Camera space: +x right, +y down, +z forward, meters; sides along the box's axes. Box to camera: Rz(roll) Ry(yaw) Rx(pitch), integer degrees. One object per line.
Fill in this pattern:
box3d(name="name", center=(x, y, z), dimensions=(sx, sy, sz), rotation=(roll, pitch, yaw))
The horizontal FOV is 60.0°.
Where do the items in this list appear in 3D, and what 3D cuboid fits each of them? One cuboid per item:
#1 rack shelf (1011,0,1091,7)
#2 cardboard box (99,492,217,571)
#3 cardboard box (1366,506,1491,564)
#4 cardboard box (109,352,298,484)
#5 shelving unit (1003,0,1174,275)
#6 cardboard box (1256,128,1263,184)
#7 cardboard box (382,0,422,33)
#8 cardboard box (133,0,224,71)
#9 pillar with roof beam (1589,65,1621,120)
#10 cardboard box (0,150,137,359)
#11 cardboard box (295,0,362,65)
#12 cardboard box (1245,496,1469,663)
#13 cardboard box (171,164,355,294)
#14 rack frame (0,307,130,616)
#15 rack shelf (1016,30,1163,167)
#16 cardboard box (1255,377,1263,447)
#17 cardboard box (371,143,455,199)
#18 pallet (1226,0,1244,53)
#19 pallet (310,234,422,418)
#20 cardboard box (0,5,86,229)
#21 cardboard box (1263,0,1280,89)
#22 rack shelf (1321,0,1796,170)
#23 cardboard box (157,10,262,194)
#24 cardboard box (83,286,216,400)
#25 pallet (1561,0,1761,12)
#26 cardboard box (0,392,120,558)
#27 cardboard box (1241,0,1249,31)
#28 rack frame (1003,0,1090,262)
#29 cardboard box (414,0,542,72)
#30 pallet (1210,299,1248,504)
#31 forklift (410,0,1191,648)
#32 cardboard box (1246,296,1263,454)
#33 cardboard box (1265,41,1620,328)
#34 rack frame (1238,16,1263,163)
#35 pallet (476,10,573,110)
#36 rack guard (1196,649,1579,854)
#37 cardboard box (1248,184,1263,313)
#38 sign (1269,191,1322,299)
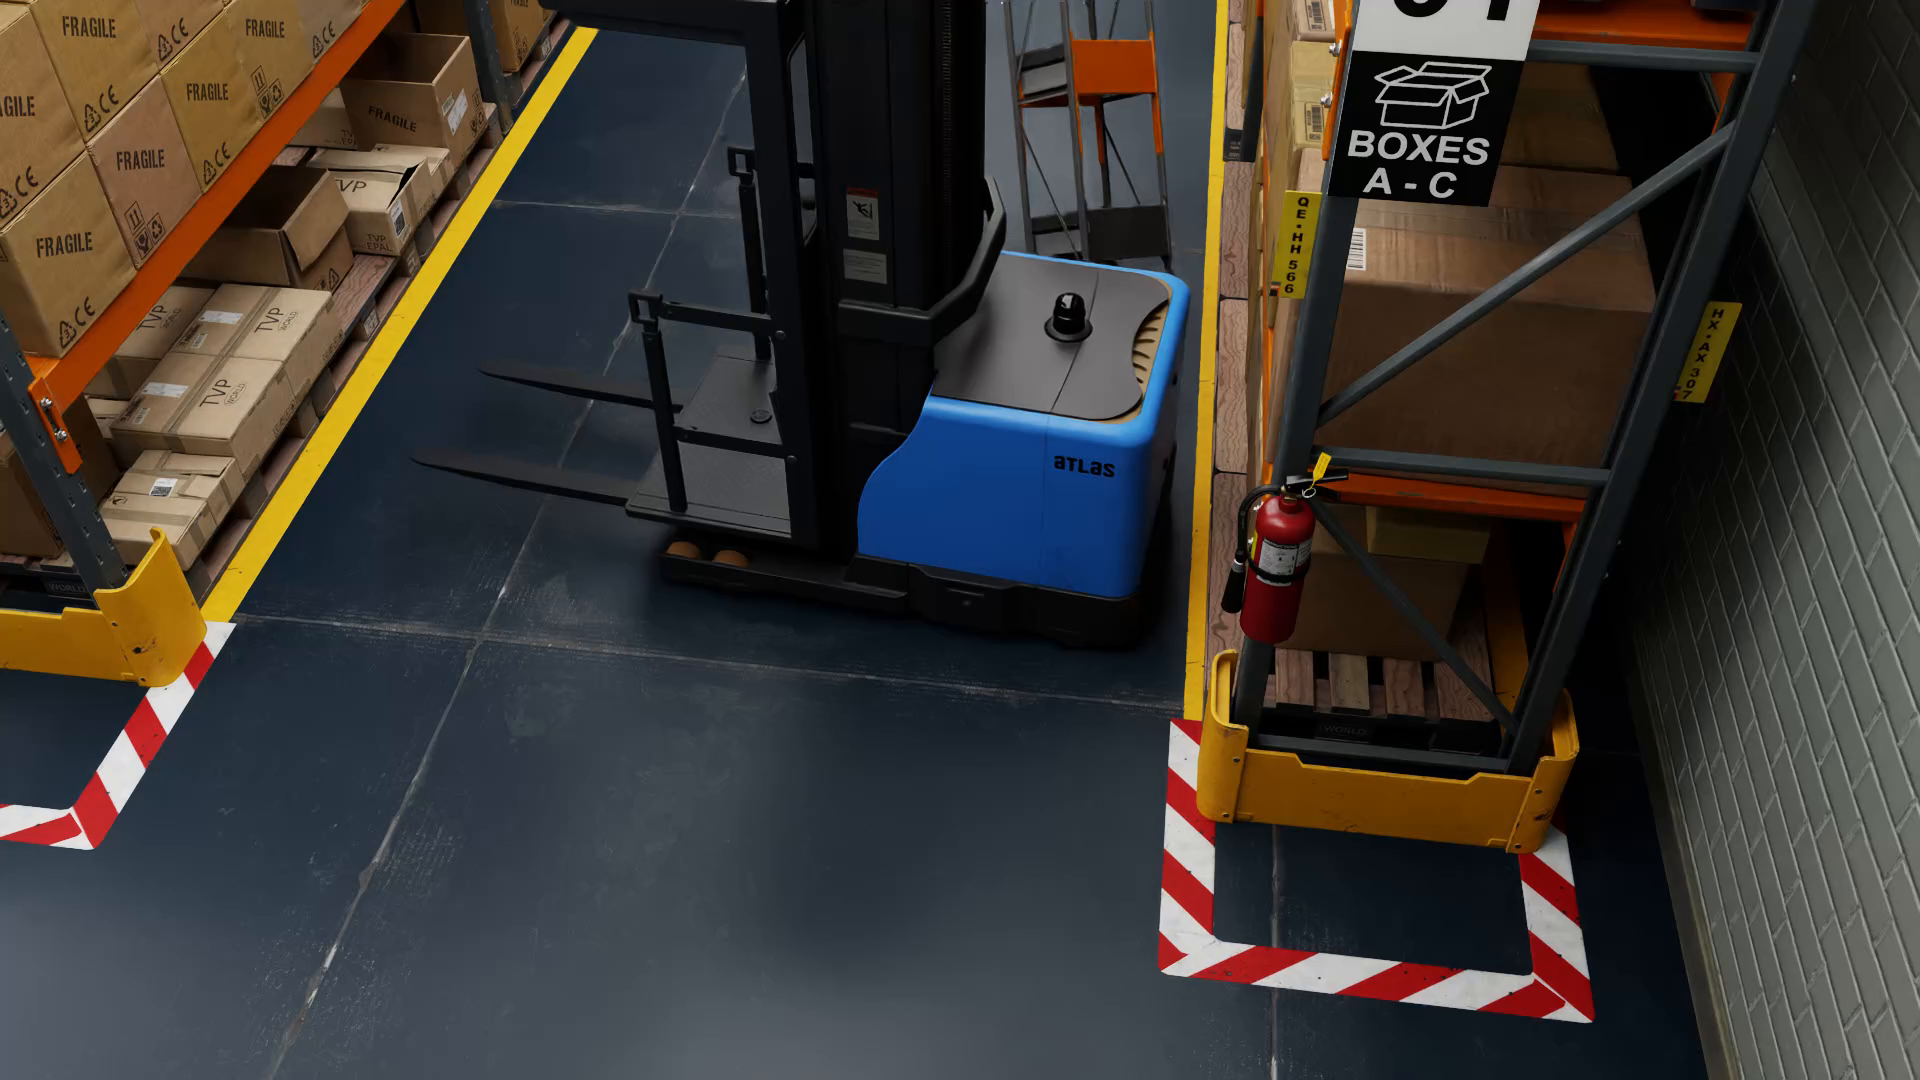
box3d(name="rack shelf", center=(0.483, -2.611, 7.169), dimensions=(0.480, 0.518, 0.431), rotation=(-12, 11, -36))
box3d(name="cardboard box", center=(-3.095, -0.033, 6.357), dimensions=(0.380, 0.149, 0.250), rotation=(5, 44, 6))
box3d(name="cardboard box", center=(1.595, -0.070, 5.683), dimensions=(0.380, 0.149, 0.250), rotation=(6, 44, 6))
box3d(name="cardboard box", center=(-3.072, -0.502, 6.778), dimensions=(0.500, 0.250, 0.500), rotation=(5, 44, 6))
box3d(name="shelving unit", center=(0.551, -1.936, 7.271), dimensions=(0.503, 2.100, 0.431), rotation=(-12, 11, -36))
box3d(name="cardboard box", center=(1.522, -1.696, 7.401), dimensions=(0.380, 0.149, 0.250), rotation=(7, 44, 7))
box3d(name="cardboard box", center=(-3.181, -2.995, 9.230), dimensions=(0.500, 0.500, 0.500), rotation=(5, 44, 5))
box3d(name="cardboard box", center=(-3.038, -2.030, 5.912), dimensions=(0.500, 0.500, 0.500), rotation=(6, 44, 6))
box3d(name="pillar with roof beam", center=(-1.554, -4.947, 5.430), dimensions=(9.100, 9.000, 0.400), rotation=(5, 44, 6))
box3d(name="cardboard box", center=(-3.171, -0.969, 5.519), dimensions=(0.500, 0.500, 0.500), rotation=(6, 44, 6))
box3d(name="cardboard box", center=(-2.906, -2.351, 6.979), dimensions=(0.500, 0.500, 0.500), rotation=(6, 44, 6))
box3d(name="cardboard box", center=(1.413, 0.062, 6.015), dimensions=(0.700, 0.500, 0.500), rotation=(5, 44, 6))
box3d(name="cardboard box", center=(-3.206, -1.353, 7.493), dimensions=(0.797, 0.503, 0.637), rotation=(5, 44, 6))
box3d(name="rack frame", center=(-3.491, -0.655, 5.260), dimensions=(1.000, 3.000, 0.127), rotation=(5, 44, 6))
box3d(name="rack shelf", center=(0.553, -1.922, 7.273), dimensions=(0.480, 0.518, 0.431), rotation=(-12, 11, -36))
box3d(name="cardboard box", center=(1.282, -0.452, 6.086), dimensions=(0.380, 0.149, 0.250), rotation=(6, 44, 7))
box3d(name="cardboard box", center=(-2.746, -1.830, 8.255), dimensions=(0.380, 0.149, 0.250), rotation=(5, 44, 6))
box3d(name="pallet", center=(2.135, -3.287, 10.068), dimensions=(1.003, 0.211, 1.213), rotation=(5, 44, 6))
box3d(name="pallet", center=(-3.213, -1.066, 7.723), dimensions=(1.003, 0.211, 1.213), rotation=(5, 44, 6))
box3d(name="cardboard box", center=(-3.171, -1.332, 5.176), dimensions=(0.500, 0.500, 0.500), rotation=(6, 44, 7))
box3d(name="cardboard box", center=(1.759, -2.177, 6.649), dimensions=(0.980, 0.700, 0.700), rotation=(4, 44, 4))
box3d(name="rack shelf", center=(1.684, -2.398, 5.442), dimensions=(1.077, 0.370, 4.000), rotation=(5, 44, 6))
box3d(name="cardboard box", center=(-3.039, -1.663, 6.252), dimensions=(0.500, 0.500, 0.500), rotation=(5, 44, 5))
box3d(name="cardboard box", center=(-3.508, -0.854, 7.150), dimensions=(0.500, 0.250, 0.500), rotation=(5, 44, 6))
box3d(name="pallet", center=(1.507, -1.770, 4.321), dimensions=(1.003, 0.211, 1.213), rotation=(5, 44, 6))
box3d(name="cardboard box", center=(-3.663, -0.300, 6.383), dimensions=(0.500, 0.500, 0.500), rotation=(5, 44, 6))
box3d(name="cardboard box", center=(2.020, -3.366, 9.381), dimensions=(0.750, 0.750, 0.750), rotation=(6, 44, 7))
box3d(name="rack frame", center=(0.358, -1.894, 7.128), dimensions=(0.015, 2.100, 0.400), rotation=(-12, 11, -36))
box3d(name="cardboard box", center=(-2.657, -2.940, 9.172), dimensions=(0.500, 0.500, 0.500), rotation=(3, 44, 4))
box3d(name="pallet", center=(1.612, -0.575, 7.204), dimensions=(1.003, 0.211, 1.213), rotation=(5, 44, 6))
box3d(name="forklift", center=(-0.694, -1.205, 5.891), dimensions=(3.031, 2.935, 1.130), rotation=(10, 44, 10))
box3d(name="cardboard box", center=(1.545, -0.622, 6.738), dimensions=(0.700, 0.500, 0.500), rotation=(4, 44, 4))
box3d(name="cardboard box", center=(1.562, -1.161, 5.577), dimensions=(0.980, 0.700, 0.700), rotation=(5, 44, 5))
box3d(name="rack frame", center=(1.948, -2.933, 7.666), dimensions=(1.000, 3.000, 0.127), rotation=(5, 44, 6))
box3d(name="pallet", center=(-2.892, -2.926, 9.687), dimensions=(1.003, 0.211, 1.213), rotation=(5, 44, 6))
box3d(name="rack guard", center=(1.416, 0.717, 5.629), dimensions=(1.175, 0.500, 0.348), rotation=(5, 44, 6))
box3d(name="cardboard box", center=(1.678, -1.335, 7.491), dimensions=(0.700, 0.500, 0.500), rotation=(5, 44, 5))
box3d(name="sign", center=(0.884, -0.772, 4.369), dimensions=(0.100, 0.325, 0.005), rotation=(5, 44, 6))
